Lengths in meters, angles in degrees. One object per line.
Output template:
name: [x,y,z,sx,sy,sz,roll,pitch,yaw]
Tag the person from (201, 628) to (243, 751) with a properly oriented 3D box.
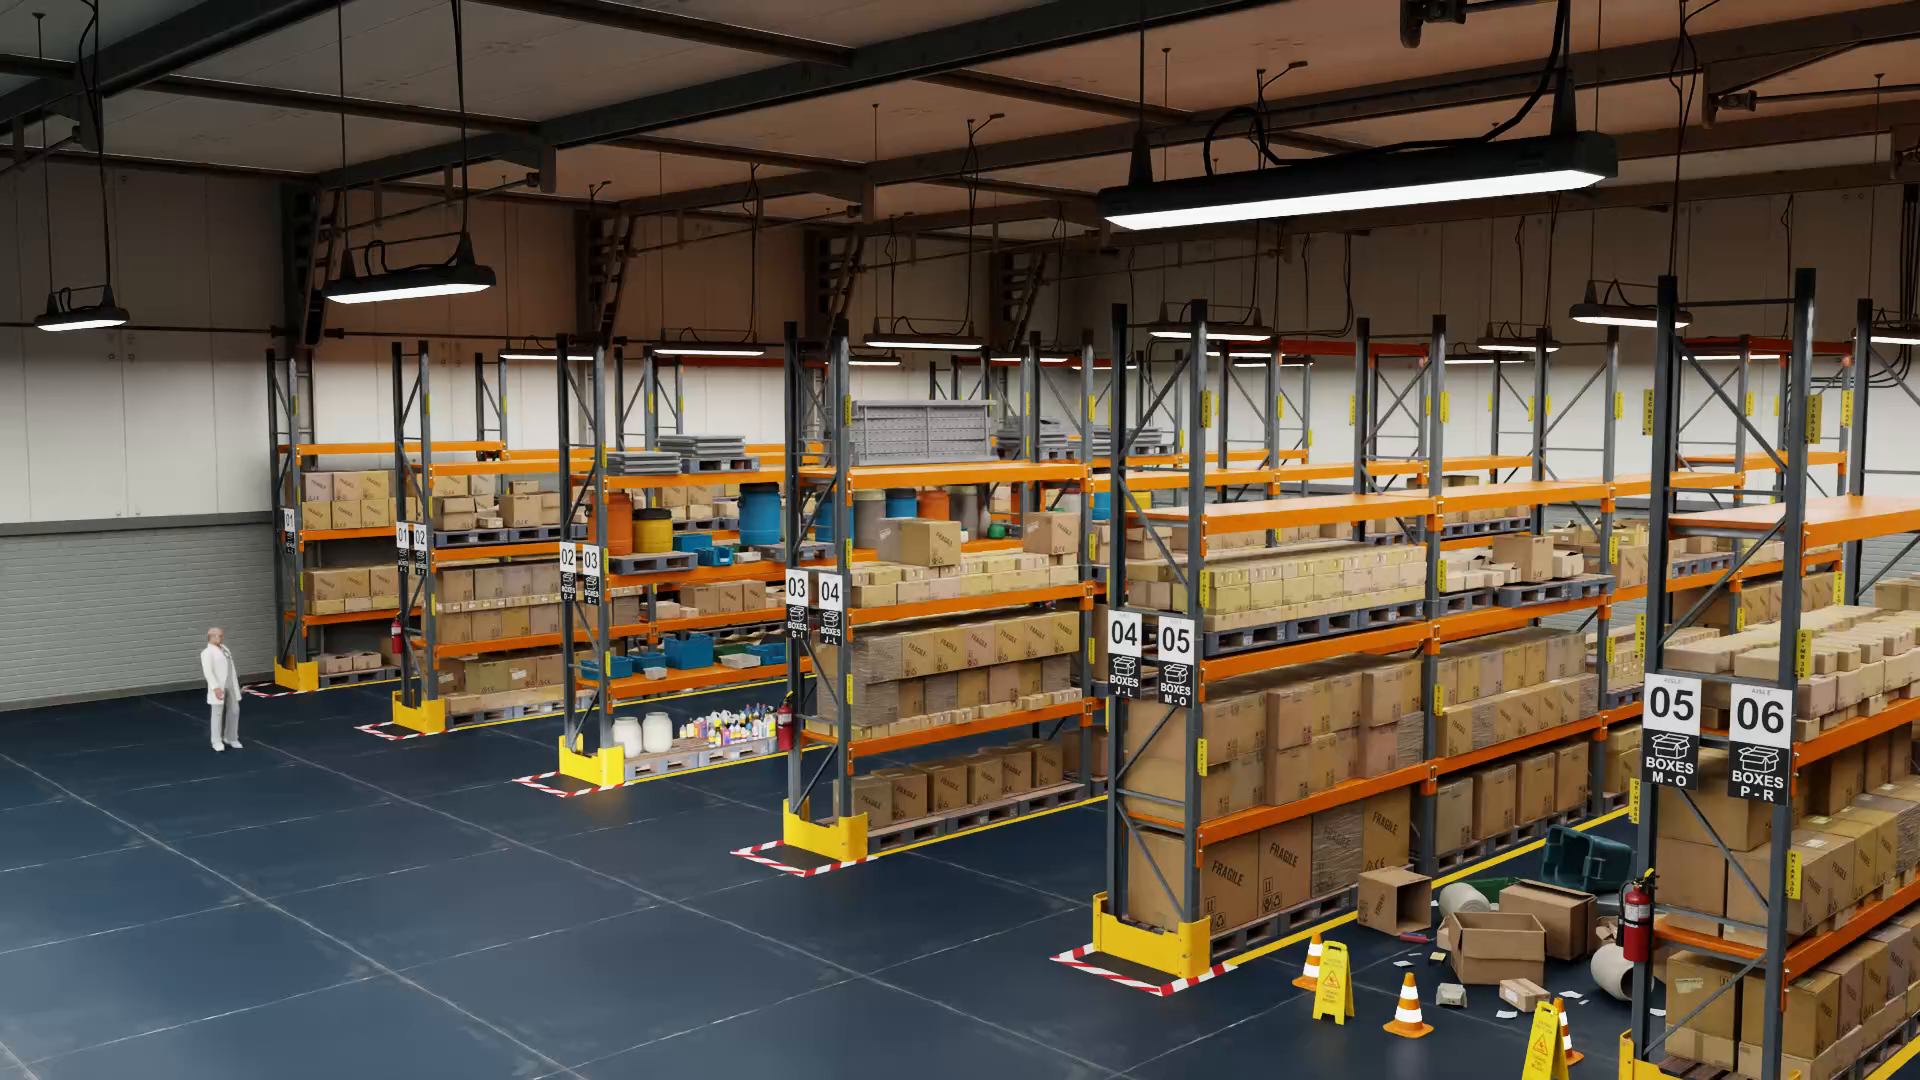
person: [-10.766,2.196,24.313,0.567,1.835,0.654,3,6,31]
